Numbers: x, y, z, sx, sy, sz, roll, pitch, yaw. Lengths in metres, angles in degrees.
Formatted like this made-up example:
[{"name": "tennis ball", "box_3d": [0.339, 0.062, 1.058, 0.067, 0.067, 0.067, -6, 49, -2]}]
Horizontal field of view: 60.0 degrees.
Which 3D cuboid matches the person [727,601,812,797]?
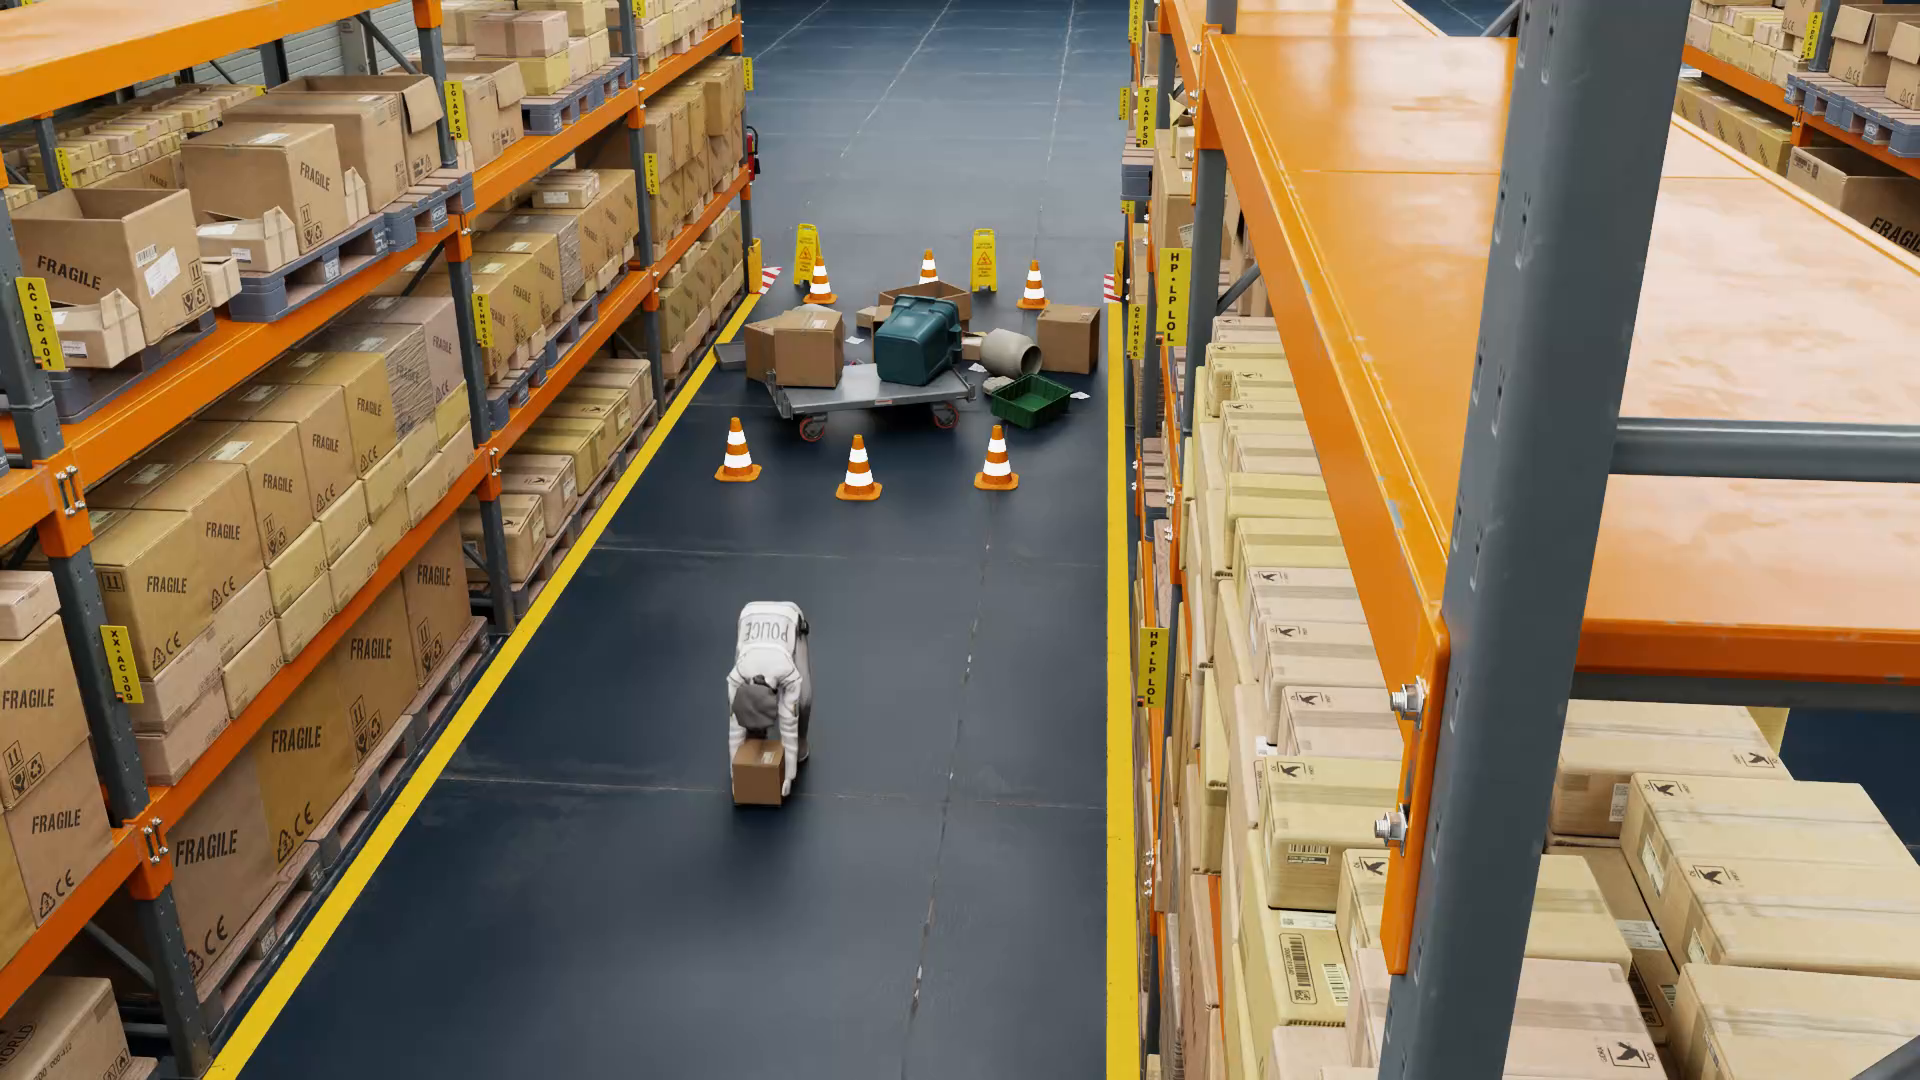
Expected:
[{"name": "person", "box_3d": [-1.039, 0.857, 9.055, 0.460, 0.889, 0.879, 1, 25, 2]}]
